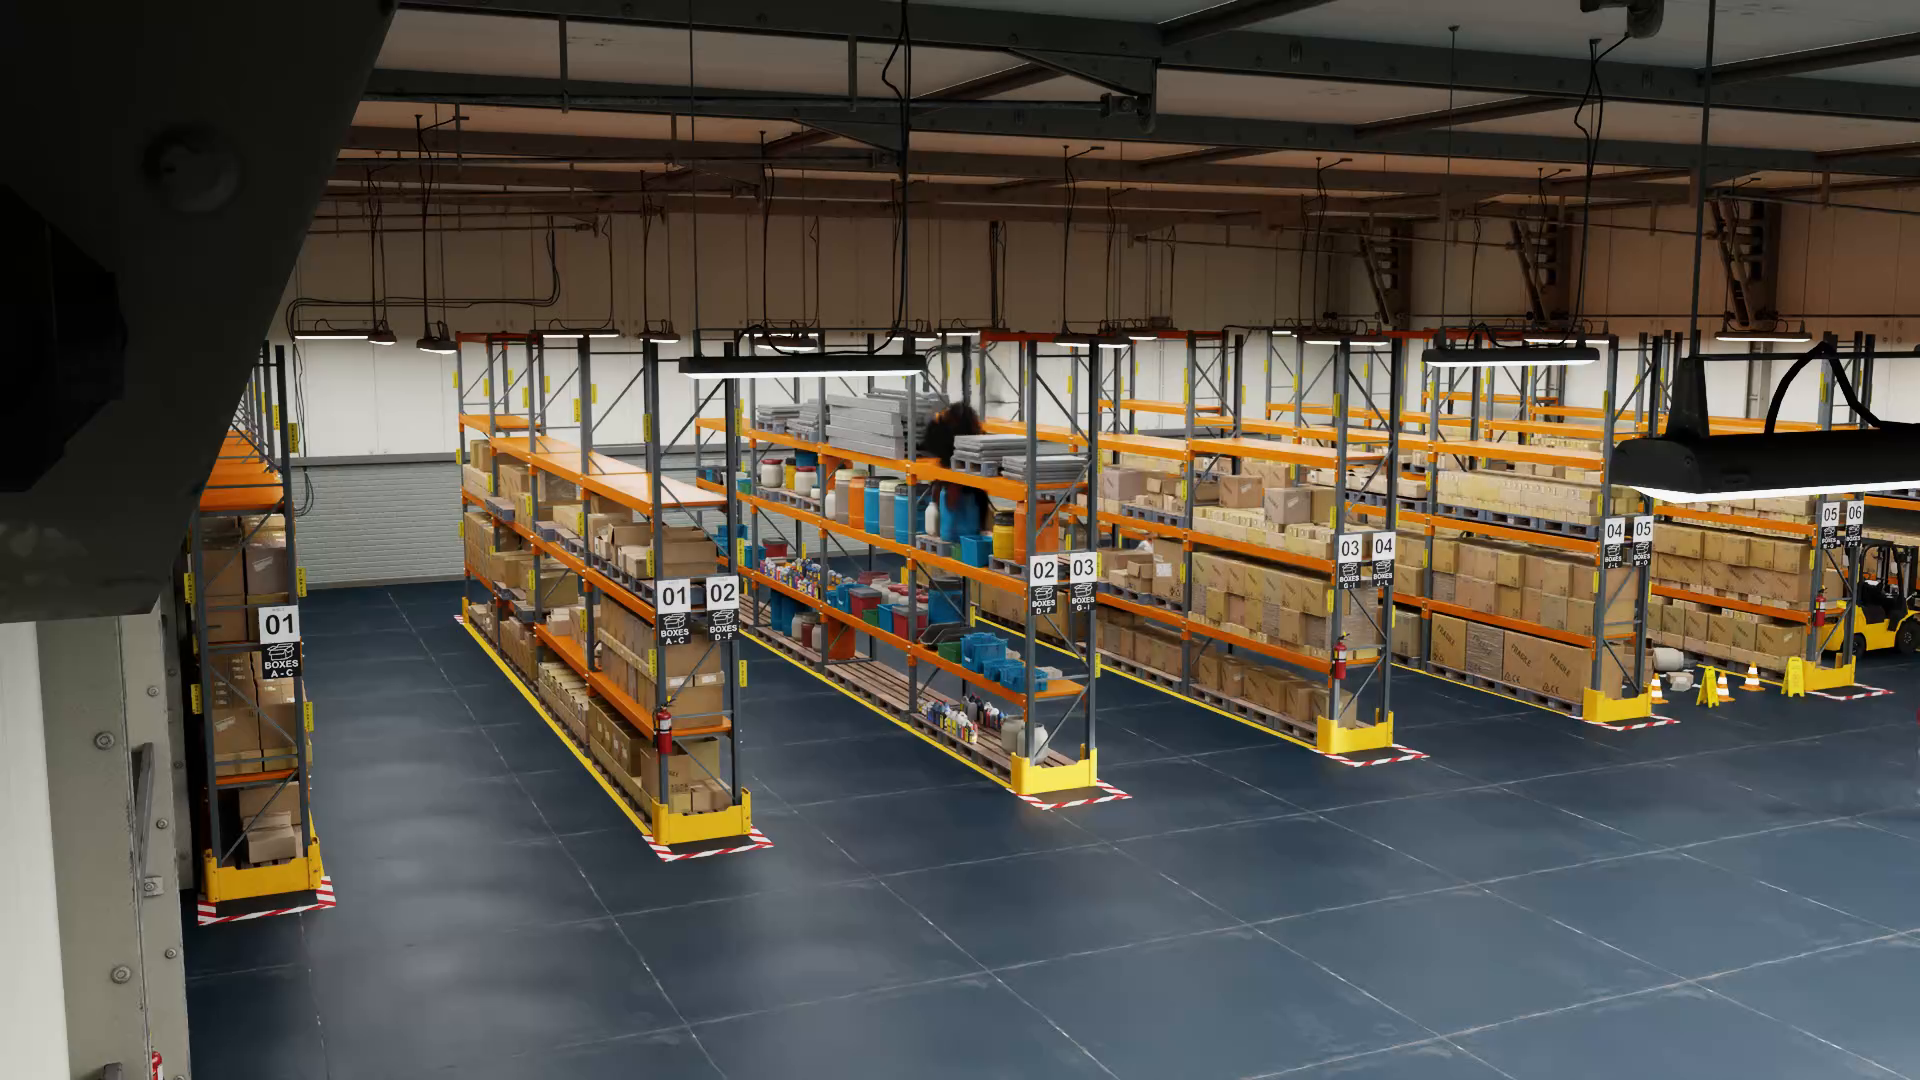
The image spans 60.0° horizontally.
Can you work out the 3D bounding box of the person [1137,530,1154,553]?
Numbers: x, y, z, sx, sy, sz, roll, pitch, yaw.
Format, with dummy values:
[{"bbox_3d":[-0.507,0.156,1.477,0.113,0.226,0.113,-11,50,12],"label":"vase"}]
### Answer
[{"bbox_3d":[4.134,0.625,35.952,0.670,1.812,0.755,-3,8,-19],"label":"person"}]
